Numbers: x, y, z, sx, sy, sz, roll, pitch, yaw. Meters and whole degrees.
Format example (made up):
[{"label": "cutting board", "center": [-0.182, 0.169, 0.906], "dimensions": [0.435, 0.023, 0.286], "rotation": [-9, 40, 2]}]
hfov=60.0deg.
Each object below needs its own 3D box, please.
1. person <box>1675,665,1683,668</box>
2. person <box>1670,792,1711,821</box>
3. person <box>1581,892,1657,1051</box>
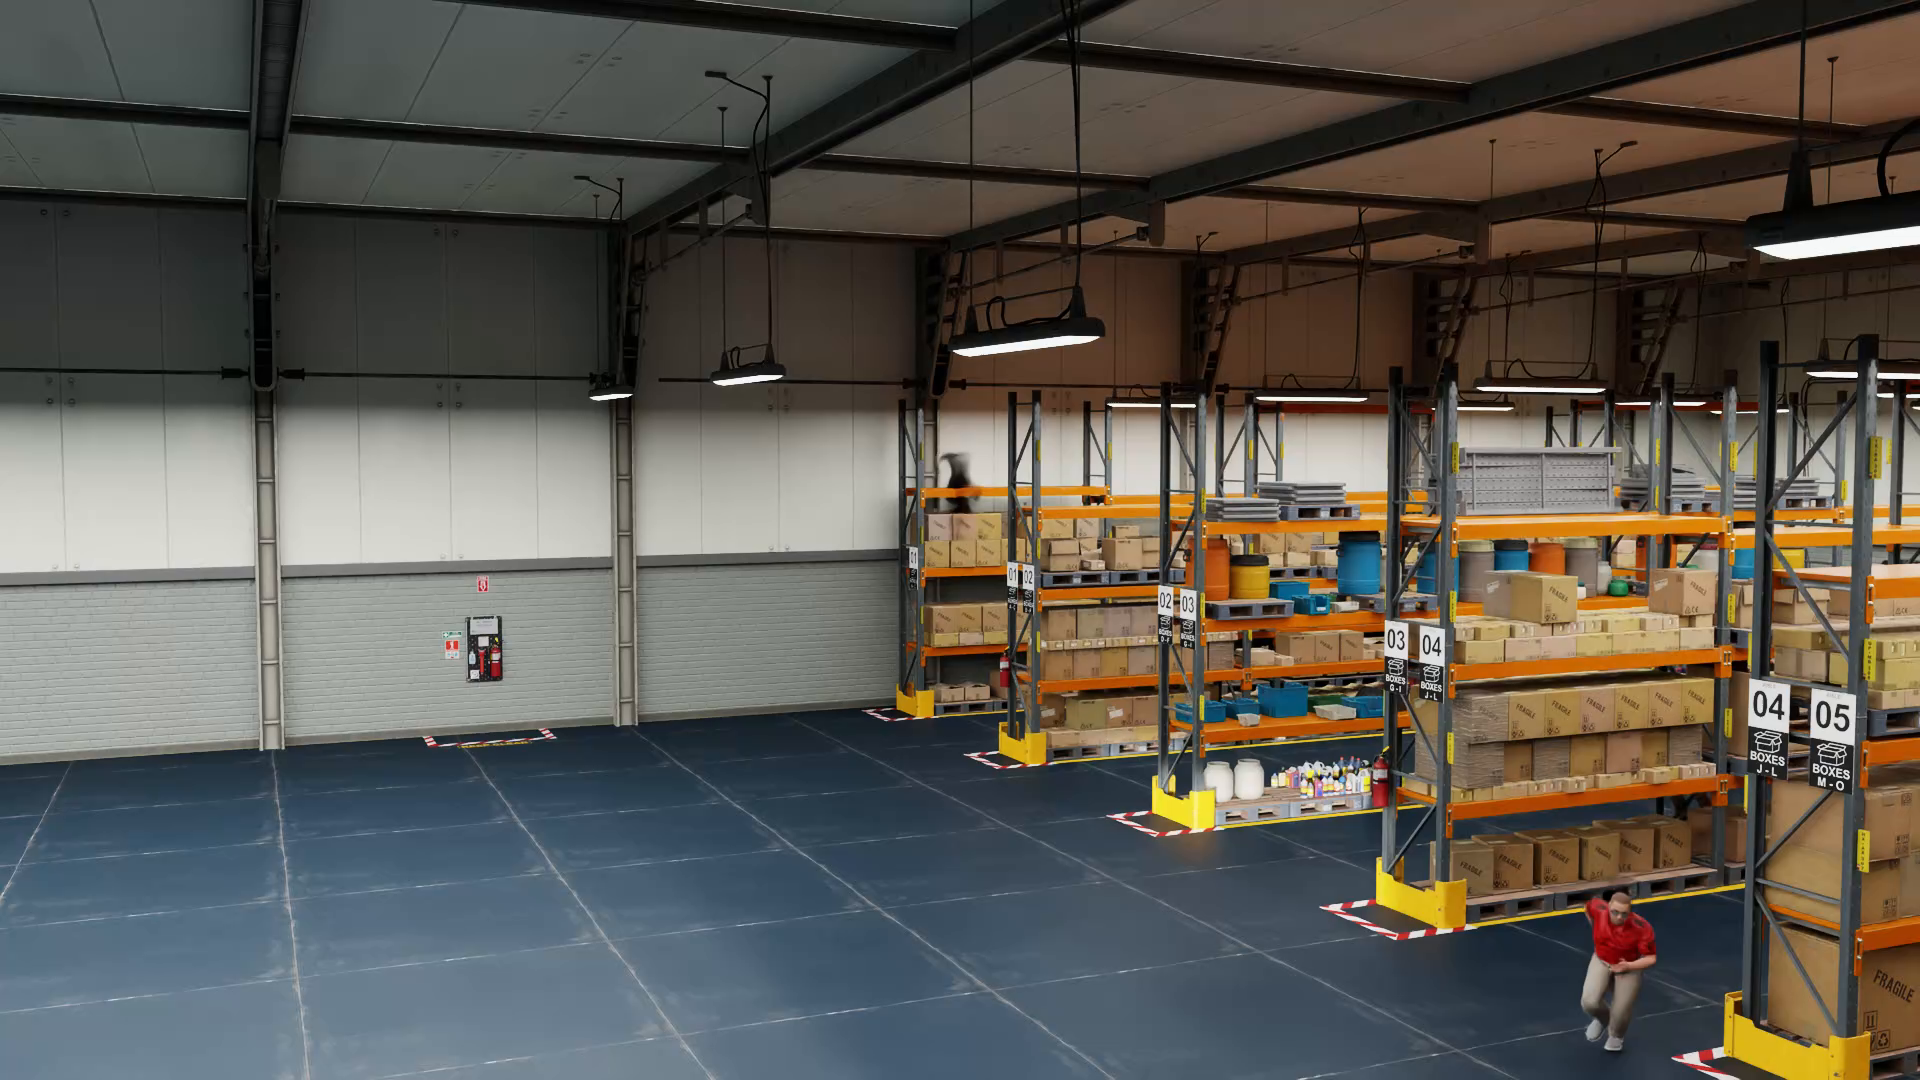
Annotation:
[{"label": "person", "center": [16.041, 2.303, 36.346], "dimensions": [0.605, 1.515, 1.021], "rotation": [0, 3, -8]}, {"label": "person", "center": [9.715, 3.016, 22.057], "dimensions": [0.726, 1.748, 0.613], "rotation": [-2, 4, -32]}, {"label": "person", "center": [5.461, 3.598, 13.853], "dimensions": [0.687, 1.483, 1.027], "rotation": [2, 4, 33]}]
